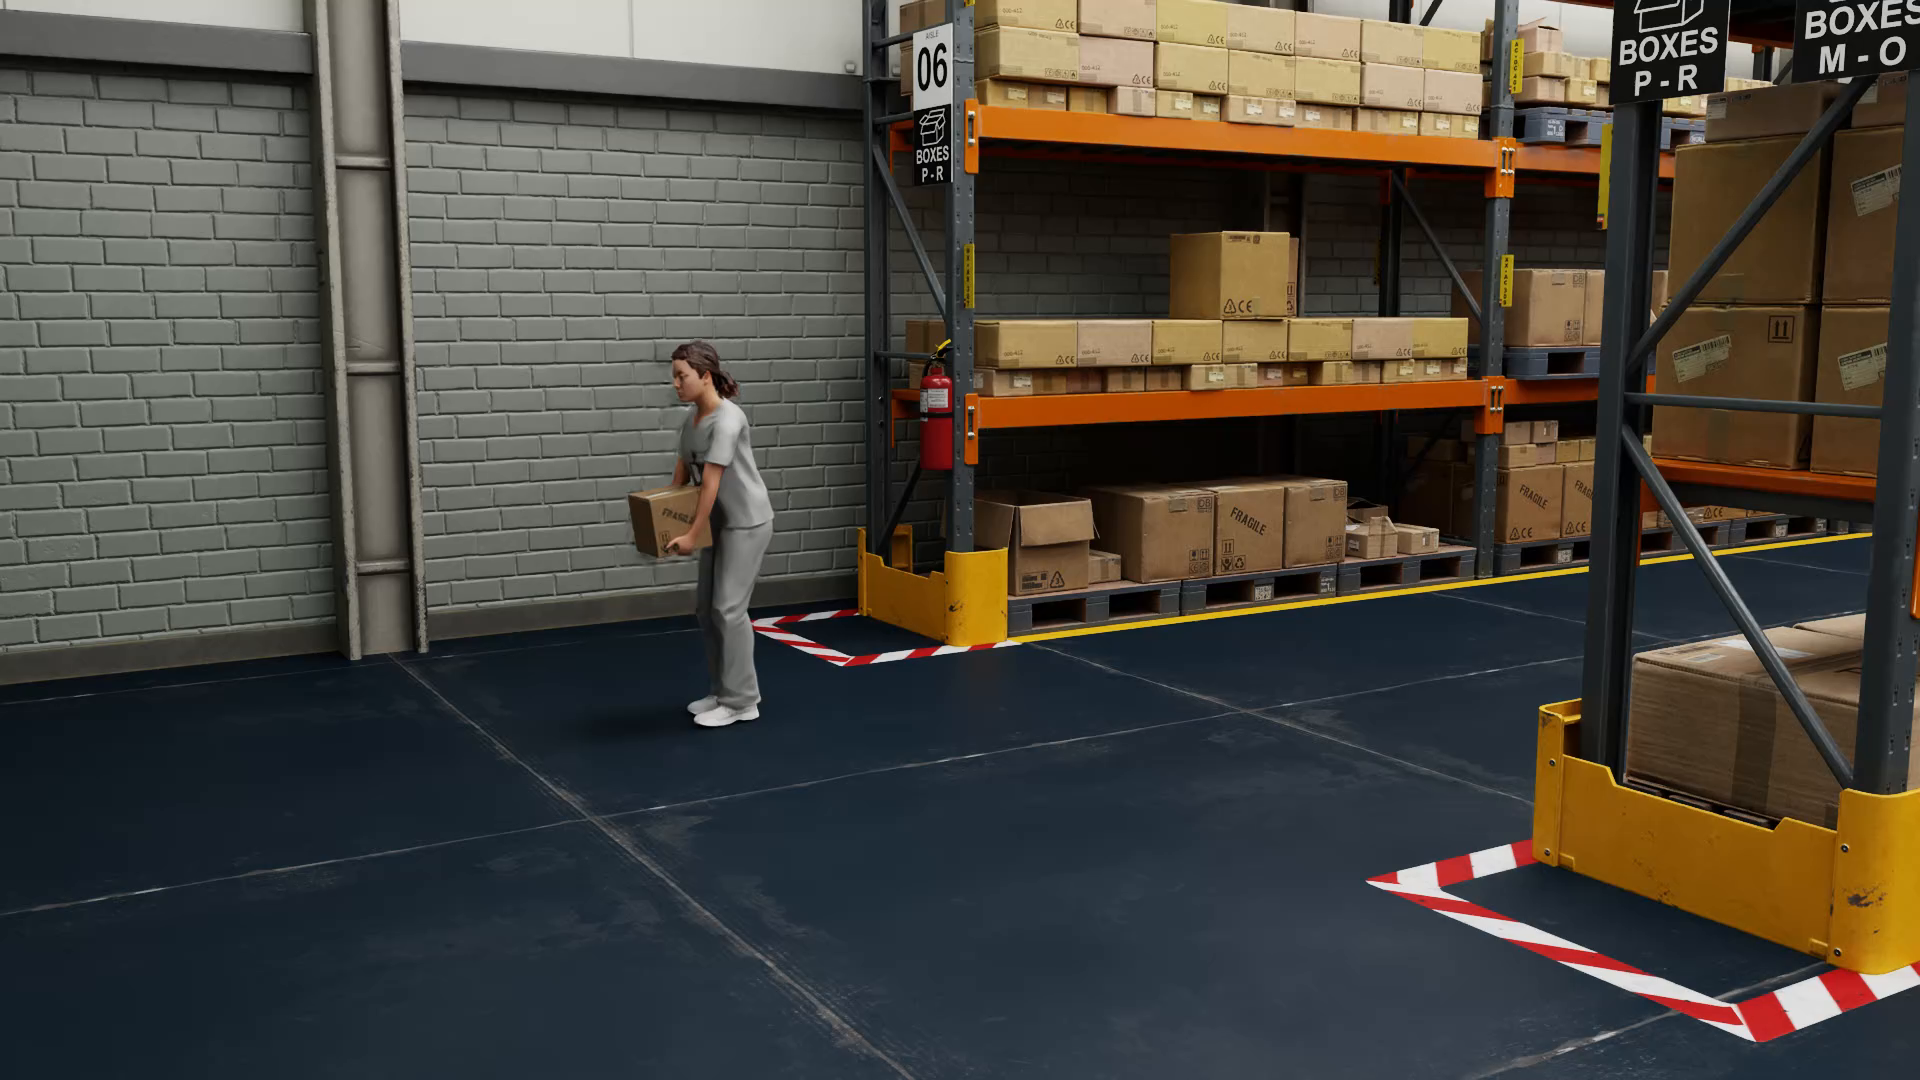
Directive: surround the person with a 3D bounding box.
[{"bbox_3d":[-1.065,-0.027,7.146,0.528,1.646,0.408,-5,10,-32],"label":"person"}]
